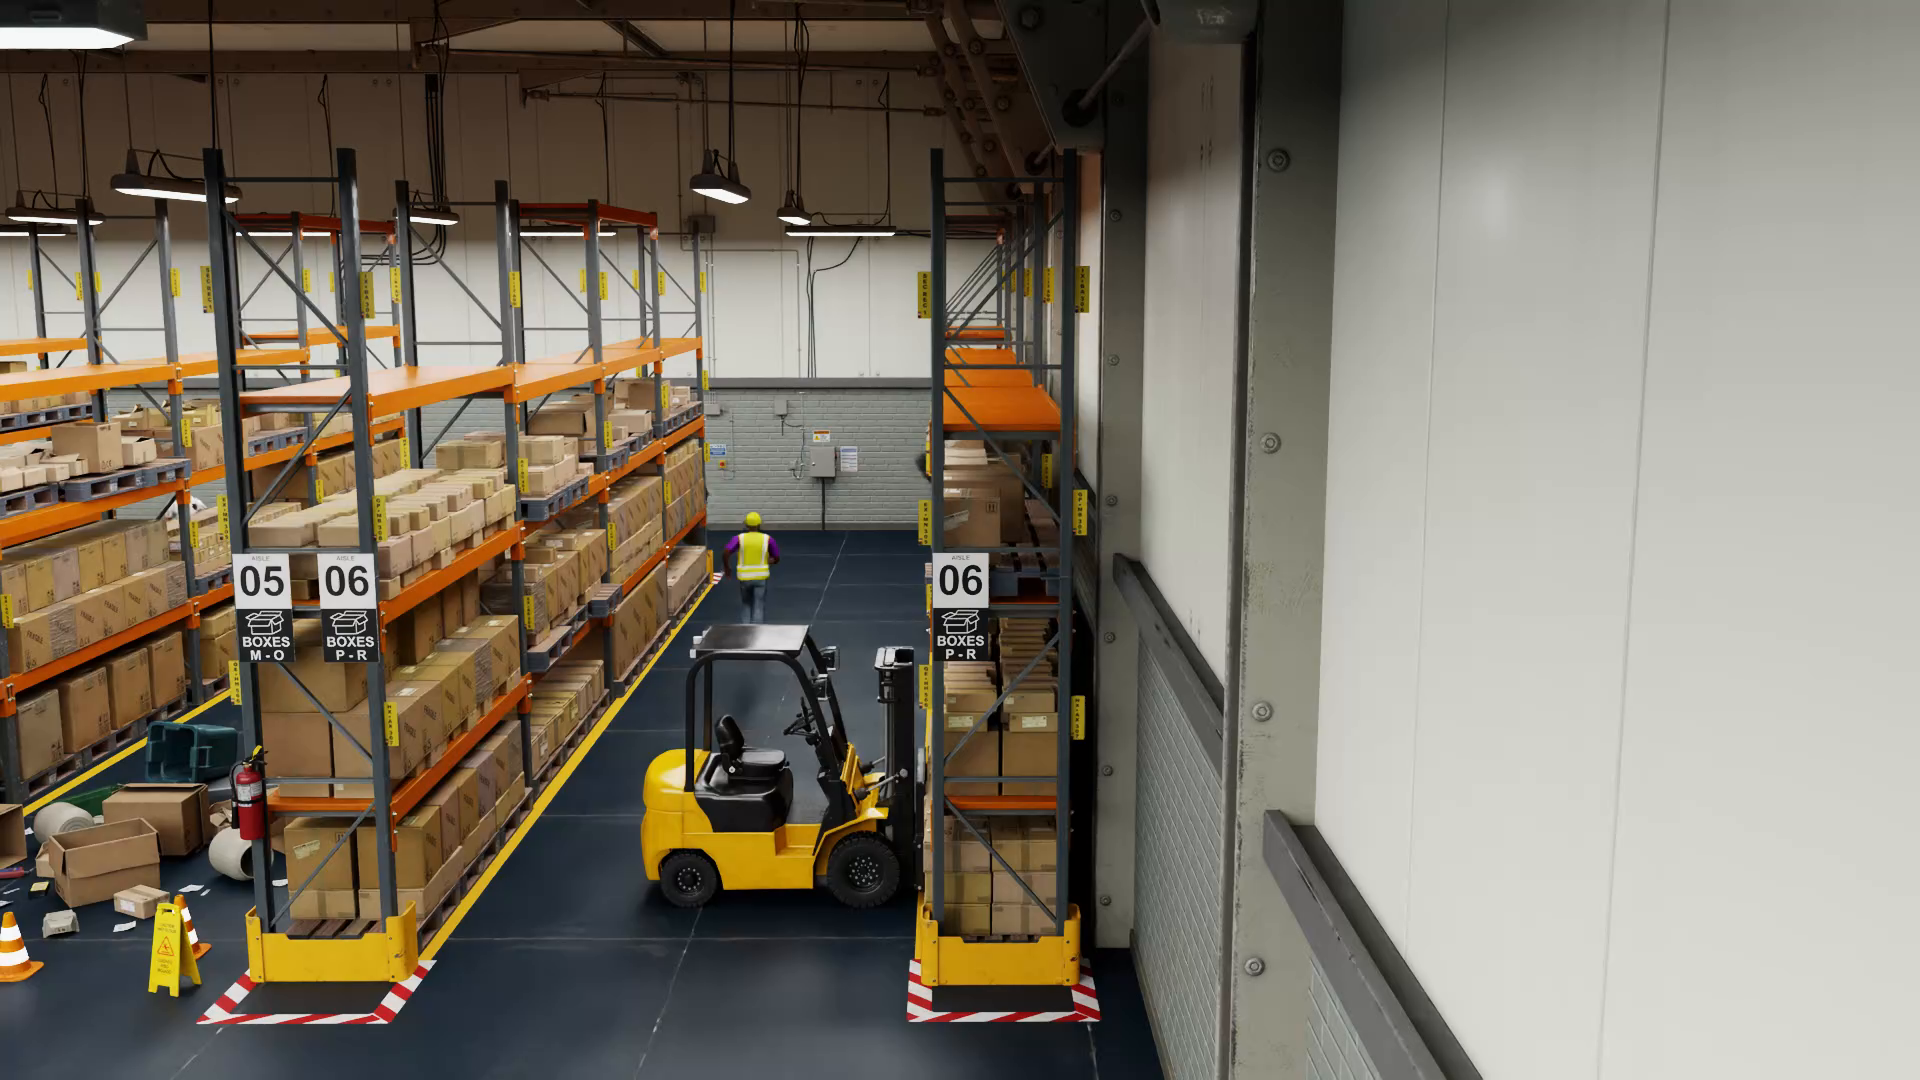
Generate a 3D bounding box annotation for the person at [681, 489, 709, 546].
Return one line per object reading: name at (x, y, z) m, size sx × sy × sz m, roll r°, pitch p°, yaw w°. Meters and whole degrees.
person at (-4.763, -0.356, 29.227) m, size 0.677 × 1.762 × 0.723 m, roll 2°, pitch 9°, yaw 14°

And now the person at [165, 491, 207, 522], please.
person at (-12.978, -0.130, 28.009) m, size 0.695 × 1.687 × 0.547 m, roll -6°, pitch 11°, yaw -32°

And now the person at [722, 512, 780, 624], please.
person at (-2.724, 0.562, 21.843) m, size 0.729 × 1.871 × 0.716 m, roll 0°, pitch 9°, yaw 0°
